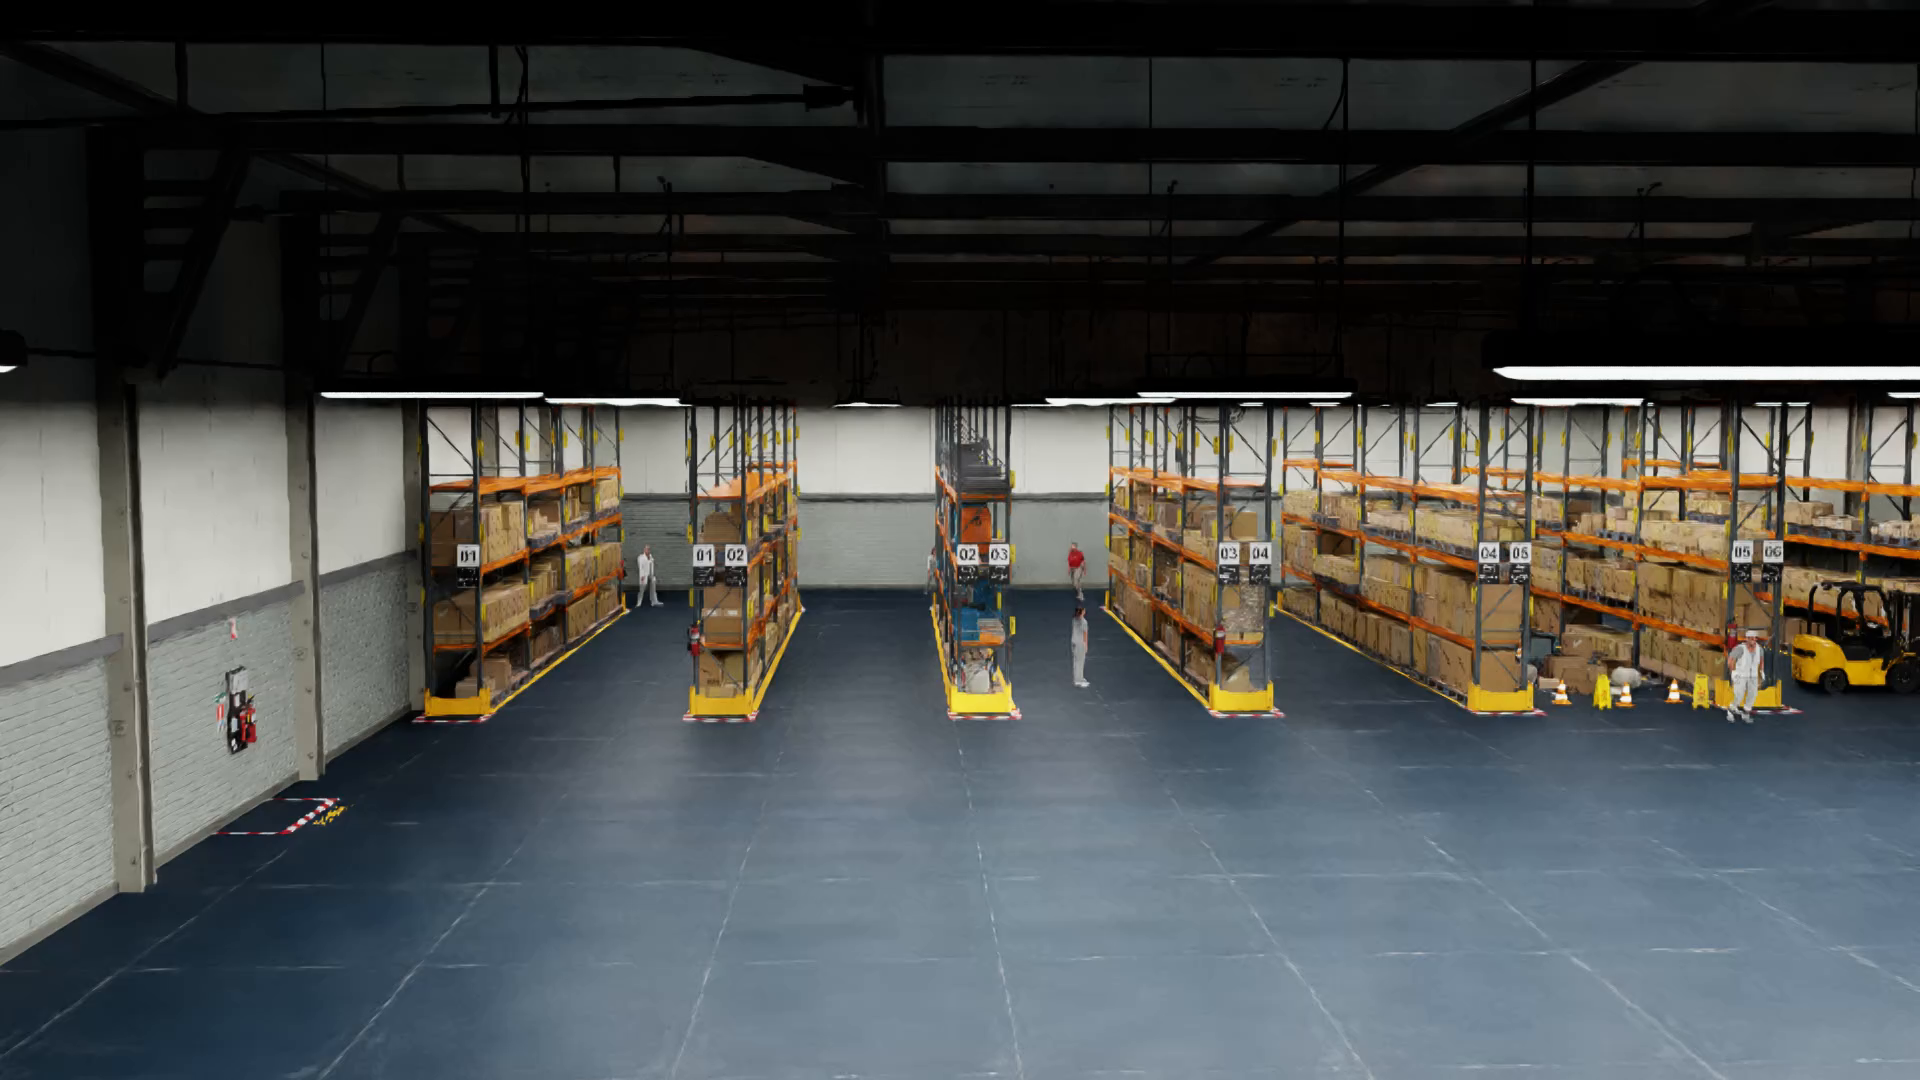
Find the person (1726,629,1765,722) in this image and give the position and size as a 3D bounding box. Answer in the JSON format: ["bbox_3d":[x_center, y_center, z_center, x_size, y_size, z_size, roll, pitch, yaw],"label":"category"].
[{"bbox_3d":[14.324,2.479,30.286,0.677,1.742,0.552,0,5,-4],"label":"person"}]

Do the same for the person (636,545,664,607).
[{"bbox_3d":[-9.047,1.031,48.163,0.580,1.769,0.759,3,5,34],"label":"person"}]

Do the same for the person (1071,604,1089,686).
[{"bbox_3d":[2.519,2.159,34.468,0.454,1.676,0.539,-3,5,-30],"label":"person"}]

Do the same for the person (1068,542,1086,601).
[{"bbox_3d":[3.519,0.932,49.935,0.486,1.720,0.666,-3,6,-36],"label":"person"}]

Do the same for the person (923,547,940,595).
[{"bbox_3d":[-0.820,0.969,50.615,0.452,1.536,0.881,-2,5,-25],"label":"person"}]
